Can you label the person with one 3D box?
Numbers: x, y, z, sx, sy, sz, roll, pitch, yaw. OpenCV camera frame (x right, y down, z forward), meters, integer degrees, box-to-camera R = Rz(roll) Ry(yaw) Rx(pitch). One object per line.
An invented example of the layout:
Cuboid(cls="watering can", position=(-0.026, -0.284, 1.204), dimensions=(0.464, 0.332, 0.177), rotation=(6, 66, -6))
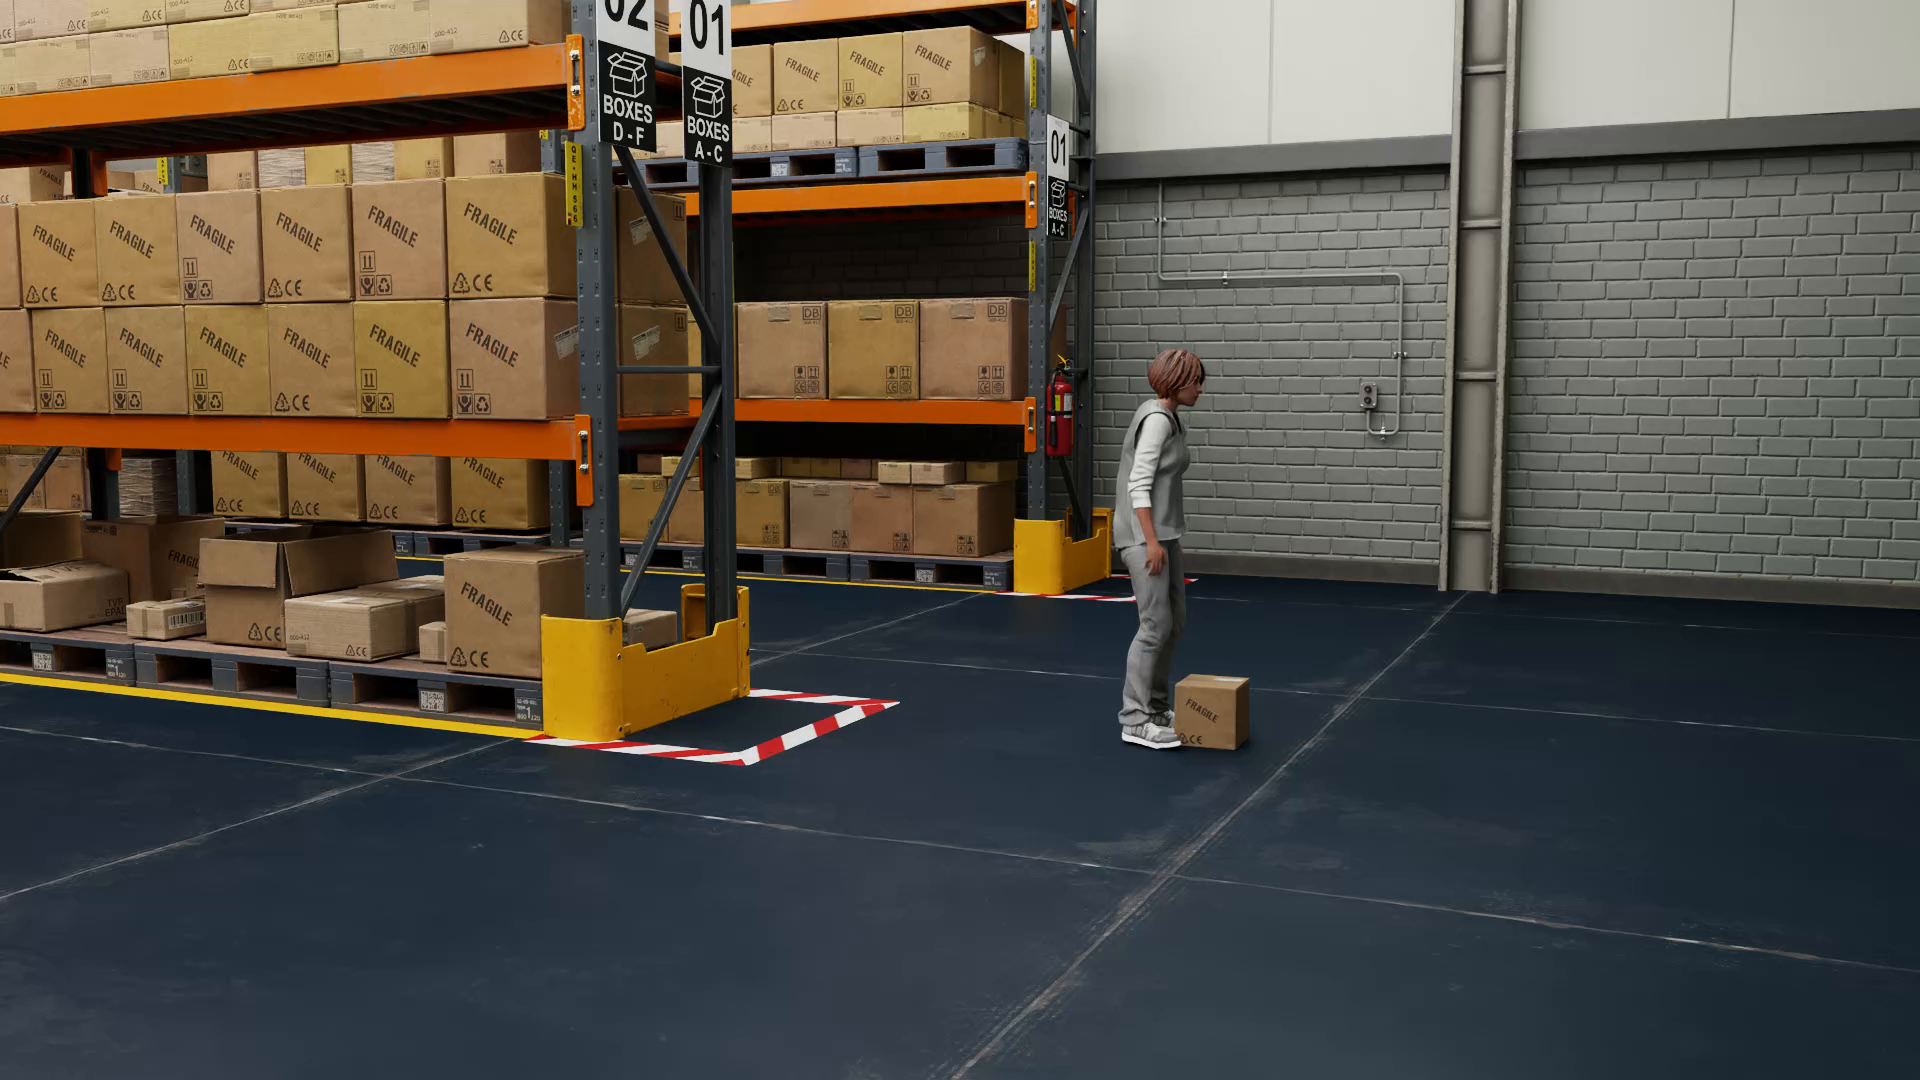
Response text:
Cuboid(cls="person", position=(0.806, 0.022, 6.781), dimensions=(0.347, 1.591, 0.481), rotation=(2, 6, 20))
